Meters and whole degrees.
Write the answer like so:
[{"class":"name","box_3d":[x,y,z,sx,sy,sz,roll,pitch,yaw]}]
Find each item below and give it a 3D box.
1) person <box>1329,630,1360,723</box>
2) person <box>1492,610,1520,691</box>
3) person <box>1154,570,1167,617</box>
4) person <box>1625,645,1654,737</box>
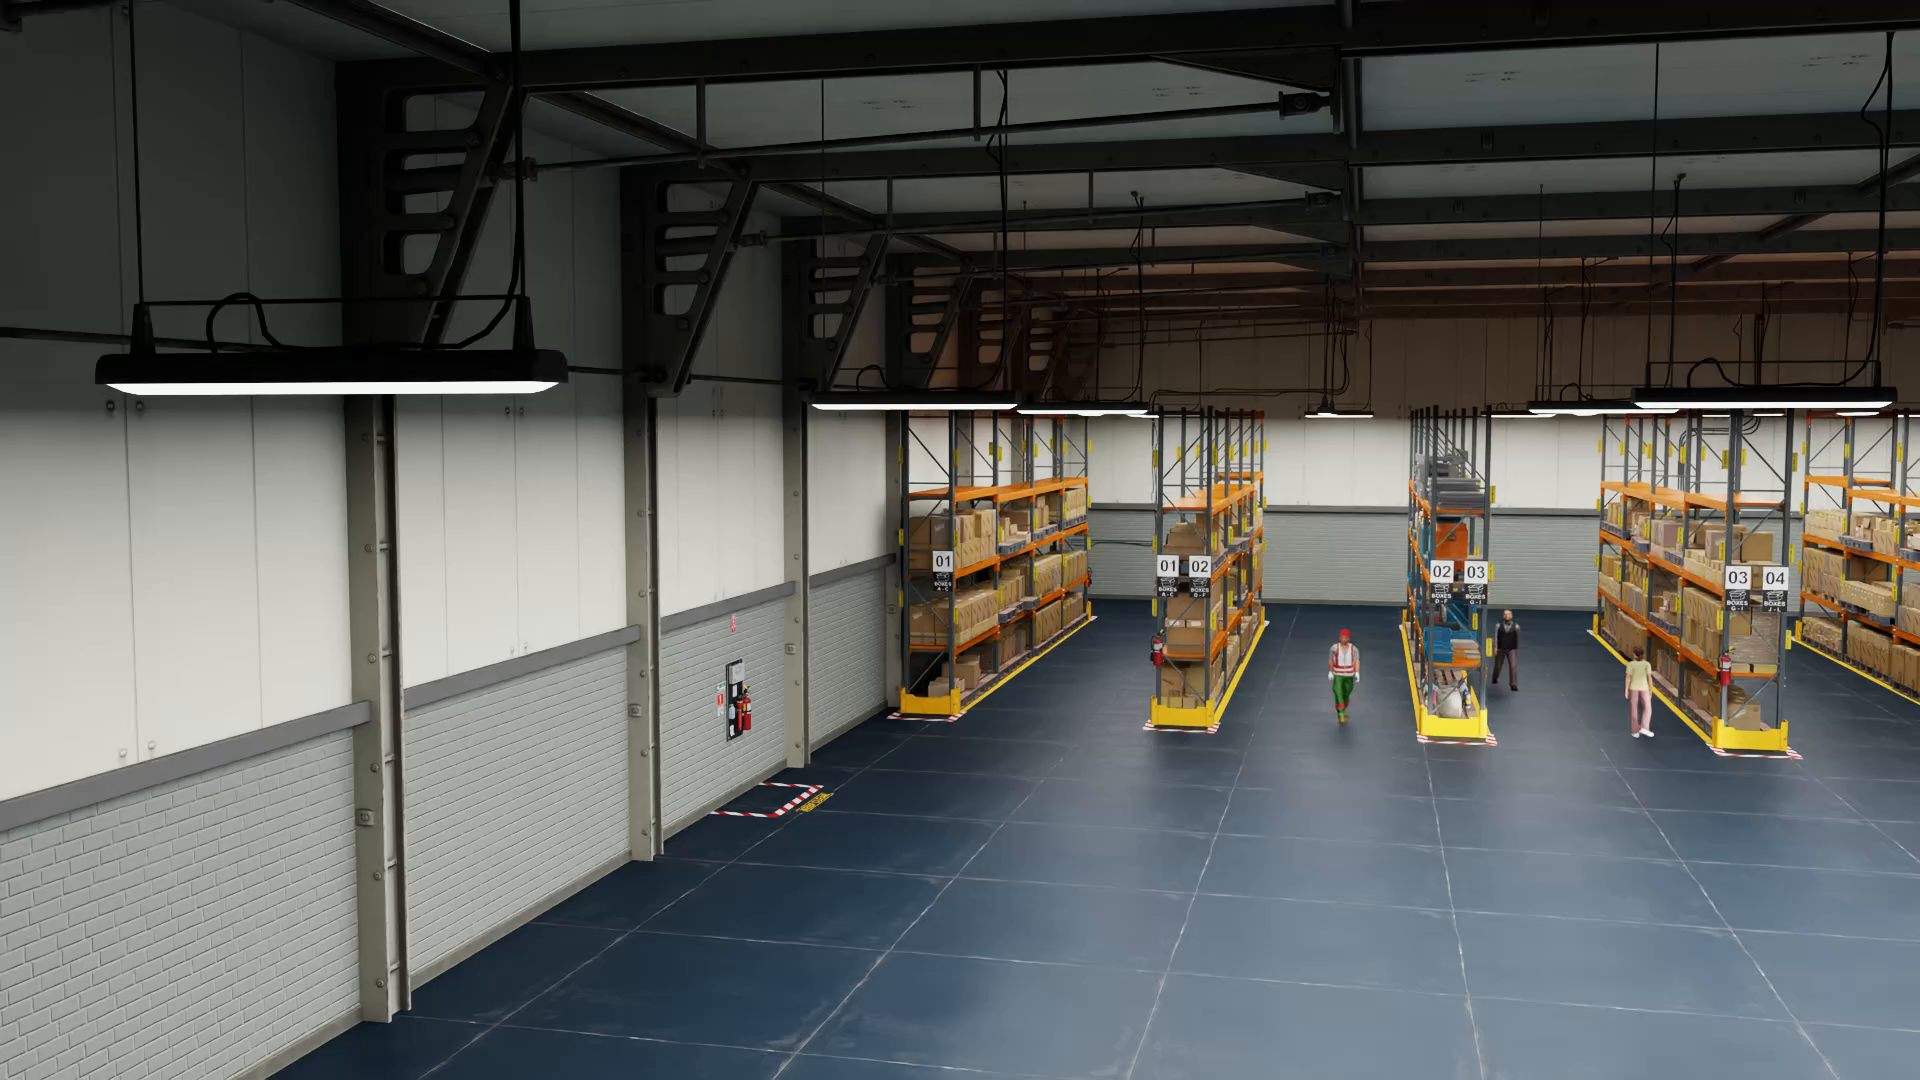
[{"class":"person","box_3d":[7.301,2.567,31.551,0.550,1.737,1.020,0,4,5]},{"class":"person","box_3d":[11.636,2.332,35.383,0.575,1.682,1.017,0,4,4]},{"class":"person","box_3d":[5.942,1.377,48.485,0.627,1.708,1.085,1,4,16]},{"class":"person","box_3d":[12.264,2.742,30.017,0.495,1.669,0.533,1,4,15]}]
